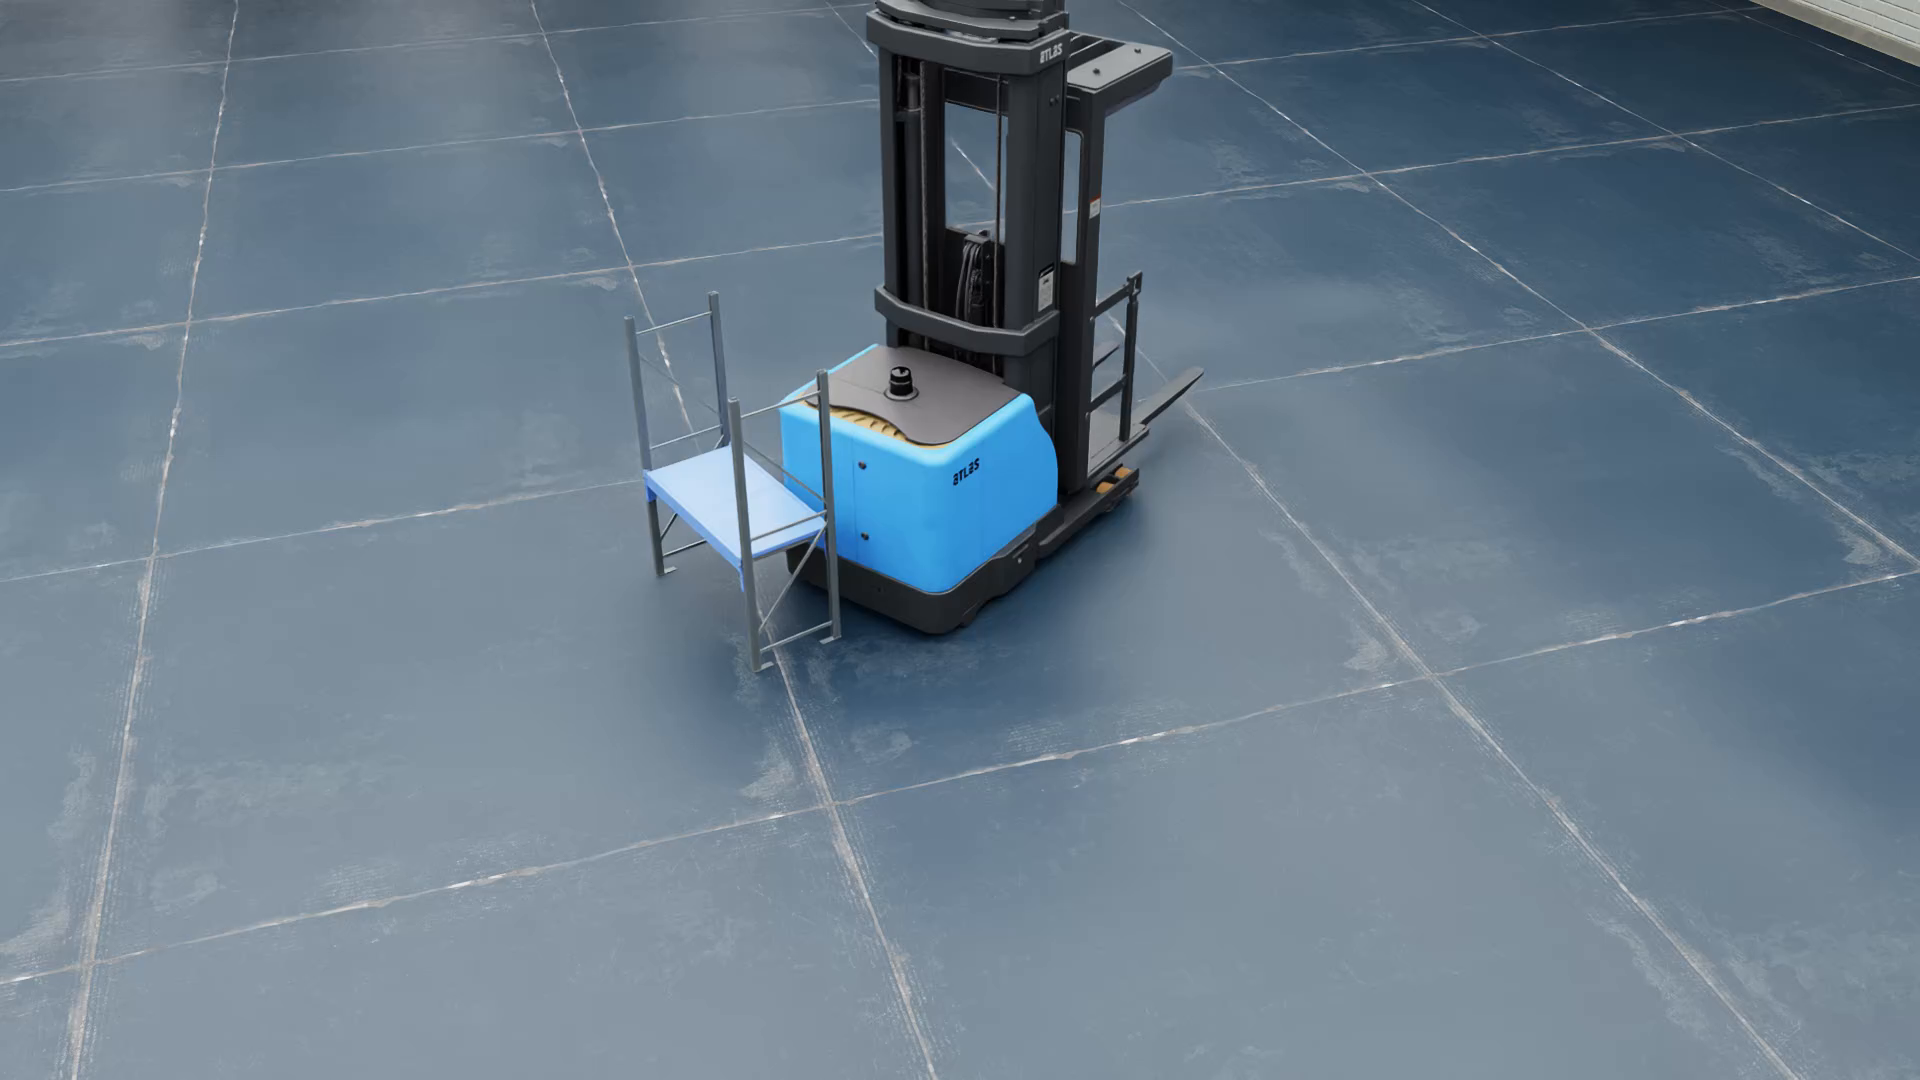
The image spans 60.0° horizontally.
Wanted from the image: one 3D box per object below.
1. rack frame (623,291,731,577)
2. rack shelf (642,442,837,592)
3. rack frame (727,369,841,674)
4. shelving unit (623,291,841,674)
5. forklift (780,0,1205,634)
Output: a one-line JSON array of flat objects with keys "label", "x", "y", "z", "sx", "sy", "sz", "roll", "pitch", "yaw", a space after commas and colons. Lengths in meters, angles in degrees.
[{"label": "rack frame", "x": -1.402, "y": -0.516, "z": 8.490, "sx": 0.500, "sy": 1.500, "sz": 0.032, "roll": -22, "pitch": 39, "yaw": -29}, {"label": "rack shelf", "x": -1.104, "y": -0.139, "z": 8.245, "sx": 0.538, "sy": 0.185, "sz": 1.000, "roll": -22, "pitch": 39, "yaw": -29}, {"label": "rack frame", "x": -0.807, "y": -0.061, "z": 7.802, "sx": 0.500, "sy": 1.500, "sz": 0.032, "roll": -22, "pitch": 39, "yaw": -29}, {"label": "shelving unit", "x": -1.104, "y": -0.289, "z": 8.146, "sx": 0.538, "sy": 1.500, "sz": 1.048, "roll": -22, "pitch": 39, "yaw": -29}, {"label": "forklift", "x": 0.360, "y": -1.521, "z": 8.712, "sx": 1.130, "sy": 2.935, "sz": 3.031, "roll": 21, "pitch": 39, "yaw": 29}]
